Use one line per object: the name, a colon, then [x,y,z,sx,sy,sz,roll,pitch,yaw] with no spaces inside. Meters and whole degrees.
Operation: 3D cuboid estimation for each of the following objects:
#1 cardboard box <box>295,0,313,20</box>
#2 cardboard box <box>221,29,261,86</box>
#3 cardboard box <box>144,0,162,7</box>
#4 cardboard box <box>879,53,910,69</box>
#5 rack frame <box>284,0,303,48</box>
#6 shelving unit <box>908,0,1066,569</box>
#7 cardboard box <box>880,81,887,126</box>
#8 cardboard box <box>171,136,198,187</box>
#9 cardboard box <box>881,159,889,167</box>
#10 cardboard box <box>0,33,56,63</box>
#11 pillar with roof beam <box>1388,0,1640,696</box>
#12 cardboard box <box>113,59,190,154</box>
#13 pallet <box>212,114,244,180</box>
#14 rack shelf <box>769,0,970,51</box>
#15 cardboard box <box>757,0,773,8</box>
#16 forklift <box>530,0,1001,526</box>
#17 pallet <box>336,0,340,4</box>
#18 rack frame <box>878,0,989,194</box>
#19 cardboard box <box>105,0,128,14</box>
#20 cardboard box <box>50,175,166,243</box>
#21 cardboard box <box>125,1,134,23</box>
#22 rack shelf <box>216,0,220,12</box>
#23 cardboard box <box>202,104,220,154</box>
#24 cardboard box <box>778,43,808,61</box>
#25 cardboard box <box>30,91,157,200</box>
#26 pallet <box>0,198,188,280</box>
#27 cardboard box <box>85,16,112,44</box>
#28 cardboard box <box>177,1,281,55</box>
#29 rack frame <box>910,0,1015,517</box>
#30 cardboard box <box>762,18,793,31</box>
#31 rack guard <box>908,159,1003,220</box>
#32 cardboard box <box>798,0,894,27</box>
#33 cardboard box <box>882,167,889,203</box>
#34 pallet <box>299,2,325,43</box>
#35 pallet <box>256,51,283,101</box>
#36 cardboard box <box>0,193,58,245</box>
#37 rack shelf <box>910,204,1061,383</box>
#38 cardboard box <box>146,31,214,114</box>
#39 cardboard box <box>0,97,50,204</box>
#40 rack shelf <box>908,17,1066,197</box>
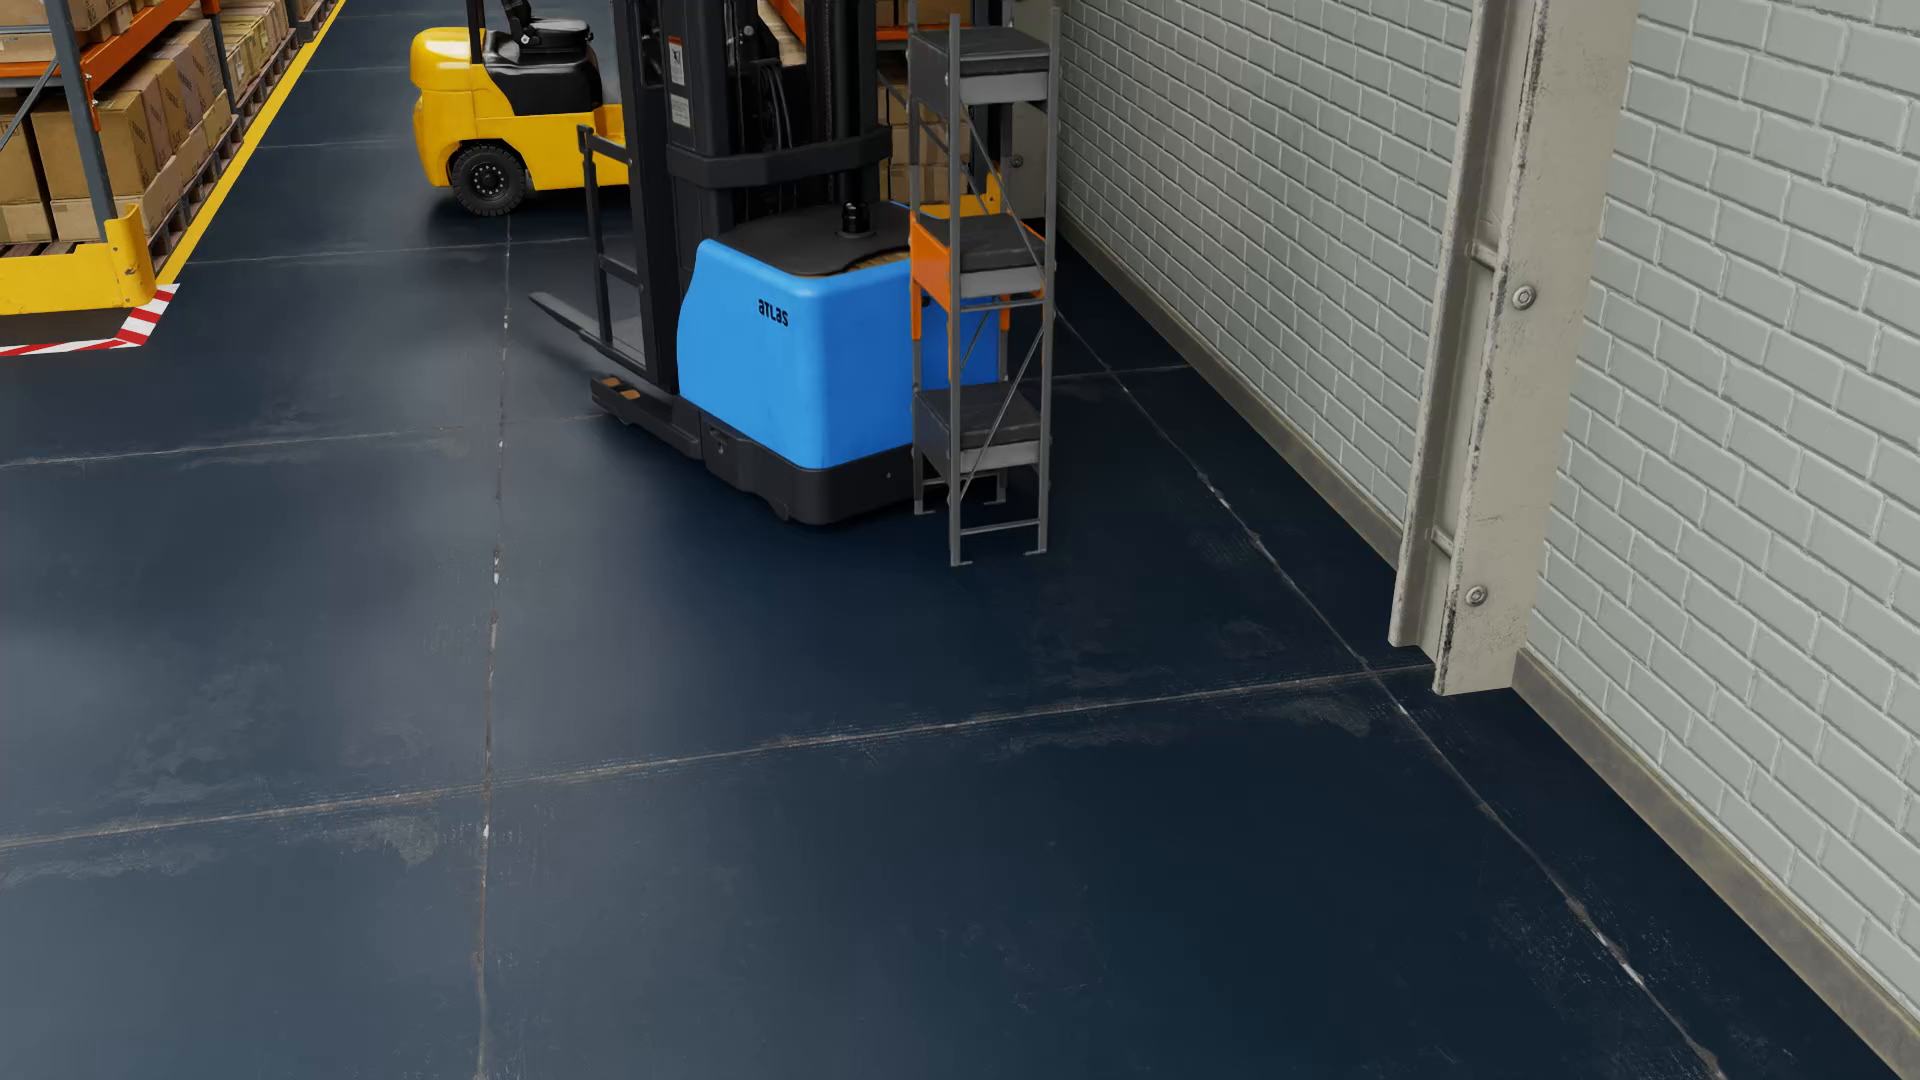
cardboard box: [-7.041,-5.701,16.609,0.875,0.875,0.875,-6,27,-12]
cardboard box: [-6.351,-3.955,13.706,0.950,0.372,0.625,-4,27,-8]
cardboard box: [-5.342,-3.502,10.639,0.380,0.149,0.250,-6,27,-11]
cardboard box: [-0.369,-3.000,10.841,0.500,0.250,0.500,-6,27,-12]
rack frame: [-6.967,-6.151,15.607,1.000,3.000,0.127,-6,27,-12]
shelving unit: [0.090,-0.959,6.321,0.431,2.100,0.503,-9,28,-17]
cardboard box: [-0.736,-2.721,10.289,0.500,0.250,0.500,-5,27,-10]
cardboard box: [-5.319,-2.444,10.849,0.500,0.250,0.500,-4,27,-8]
cardboard box: [-0.743,-2.510,10.424,0.500,0.250,0.500,-6,27,-12]
cardboard box: [-5.039,-2.697,9.043,0.380,0.149,0.250,-6,27,-11]
pillar with roof beam: [-2.449,-3.149,3.002,9.100,9.000,0.400,-6,27,-12]
cardboard box: [-5.309,-2.776,10.675,0.500,0.500,0.500,-5,27,-11]
pallet: [-5.879,-2.859,12.180,1.003,0.211,1.213,-6,27,-12]
rack shelf: [-0.779,-3.701,11.553,1.077,0.370,4.000,-6,27,-12]
cardboard box: [-1.427,-4.063,12.946,0.500,0.250,0.500,-6,27,-12]
forklift: [-1.097,-1.964,7.388,1.130,2.935,3.031,-19,33,-33]
pallet: [-7.621,-6.331,19.059,1.003,0.211,1.213,-6,27,-12]
rack frame: [-0.328,-3.145,9.651,1.000,3.000,0.127,-6,27,-12]
cardboard box: [-5.120,-3.279,9.477,0.500,0.500,0.500,-5,27,-10]
cardboard box: [-5.076,-1.981,9.931,0.500,0.250,0.500,-6,27,-12]
cardboard box: [-5.193,-3.157,9.955,0.380,0.149,0.250,-5,27,-10]
rack shelf: [-6.516,-4.952,14.030,1.077,0.370,4.000,-6,27,-12]
cardboard box: [-5.540,-2.890,11.732,0.500,0.250,0.500,-7,28,-13]
cardboard box: [-0.980,-3.165,11.168,0.500,0.250,0.500,-6,27,-11]
cardboard box: [-5.082,-2.326,9.783,0.500,0.500,0.500,-7,28,-13]
pallet: [-5.329,-1.788,10.057,1.003,0.211,1.213,-6,27,-12]
cardboard box: [-5.090,-2.931,9.507,0.380,0.149,0.250,-7,28,-13]
cardboard box: [-6.675,-4.593,14.971,0.950,0.372,0.625,-6,27,-13]
rack frame: [0.011,-1.063,6.527,0.400,2.100,0.015,-9,28,-17]
cardboard box: [-1.198,-3.620,12.069,0.500,0.250,0.500,-5,27,-10]
rack guard: [-0.323,-2.018,10.193,1.175,0.500,0.348,-6,27,-12]
cardboard box: [-0.695,-3.379,10.004,0.500,0.500,0.500,-7,28,-13]
cardboard box: [-0.742,-2.279,10.521,0.500,0.250,0.500,-6,27,-11]
pallet: [-7.071,-5.260,16.937,1.003,0.211,1.213,-6,27,-12]
pallet: [-6.520,-4.028,14.497,1.003,0.211,1.213,-6,27,-12]
cardboard box: [-5.613,-1.937,9.844,0.500,0.250,0.500,-6,27,-12]
rack shelf: [0.090,-0.947,6.327,0.431,0.518,0.480,-9,28,-17]
cardboard box: [-5.554,-3.234,11.582,0.500,0.500,0.500,-5,27,-11]
cardboard box: [-5.598,-2.259,9.650,0.500,0.500,0.500,-6,27,-11]
rack shelf: [0.090,-1.572,6.011,0.431,0.518,0.480,-9,28,-17]
